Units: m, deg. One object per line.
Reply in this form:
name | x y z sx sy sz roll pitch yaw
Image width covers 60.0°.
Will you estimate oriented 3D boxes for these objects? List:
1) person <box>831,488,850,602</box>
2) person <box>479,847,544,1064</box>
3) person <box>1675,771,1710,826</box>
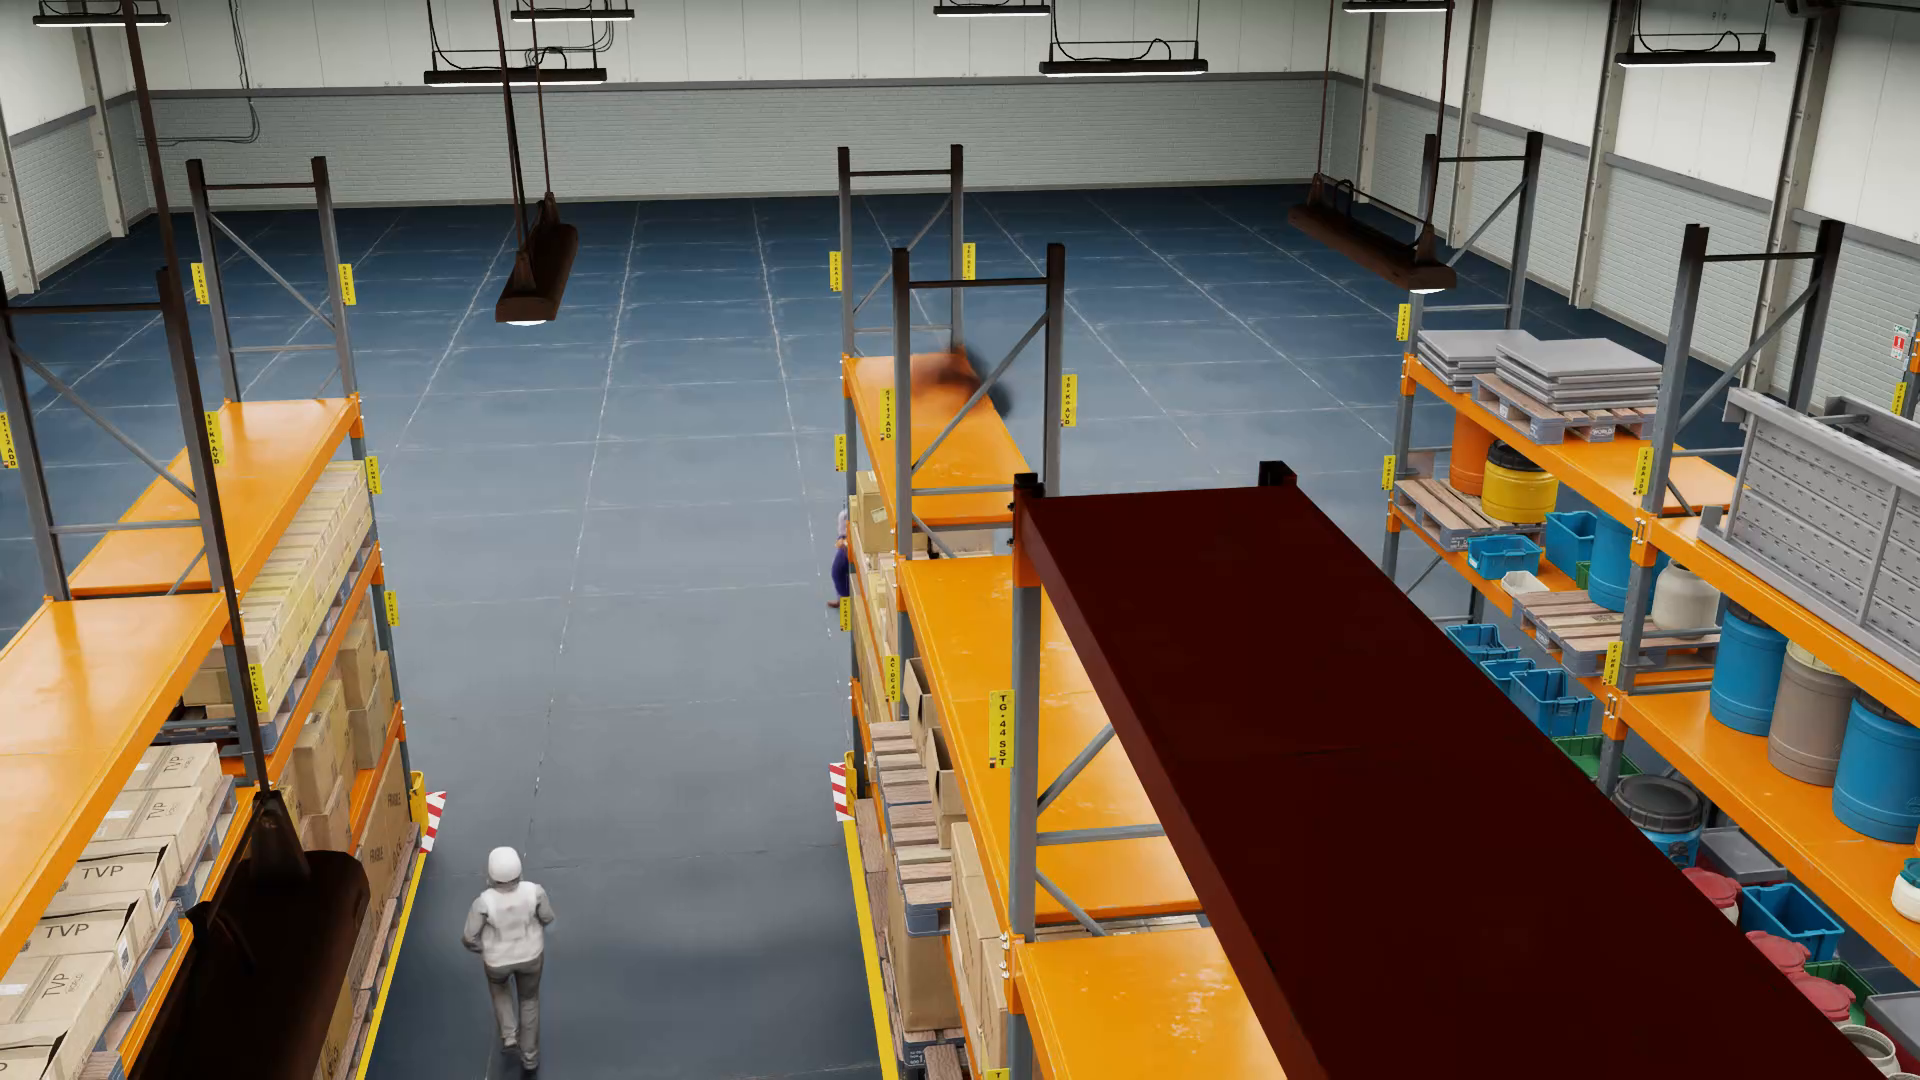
person | -1.198 0.043 19.297 0.608 1.541 0.622 8 23 19
person | -3.221 2.882 11.856 0.499 1.672 0.647 -7 23 -17
person | 6.368 2.007 14.258 0.581 1.659 0.876 -4 22 -9
